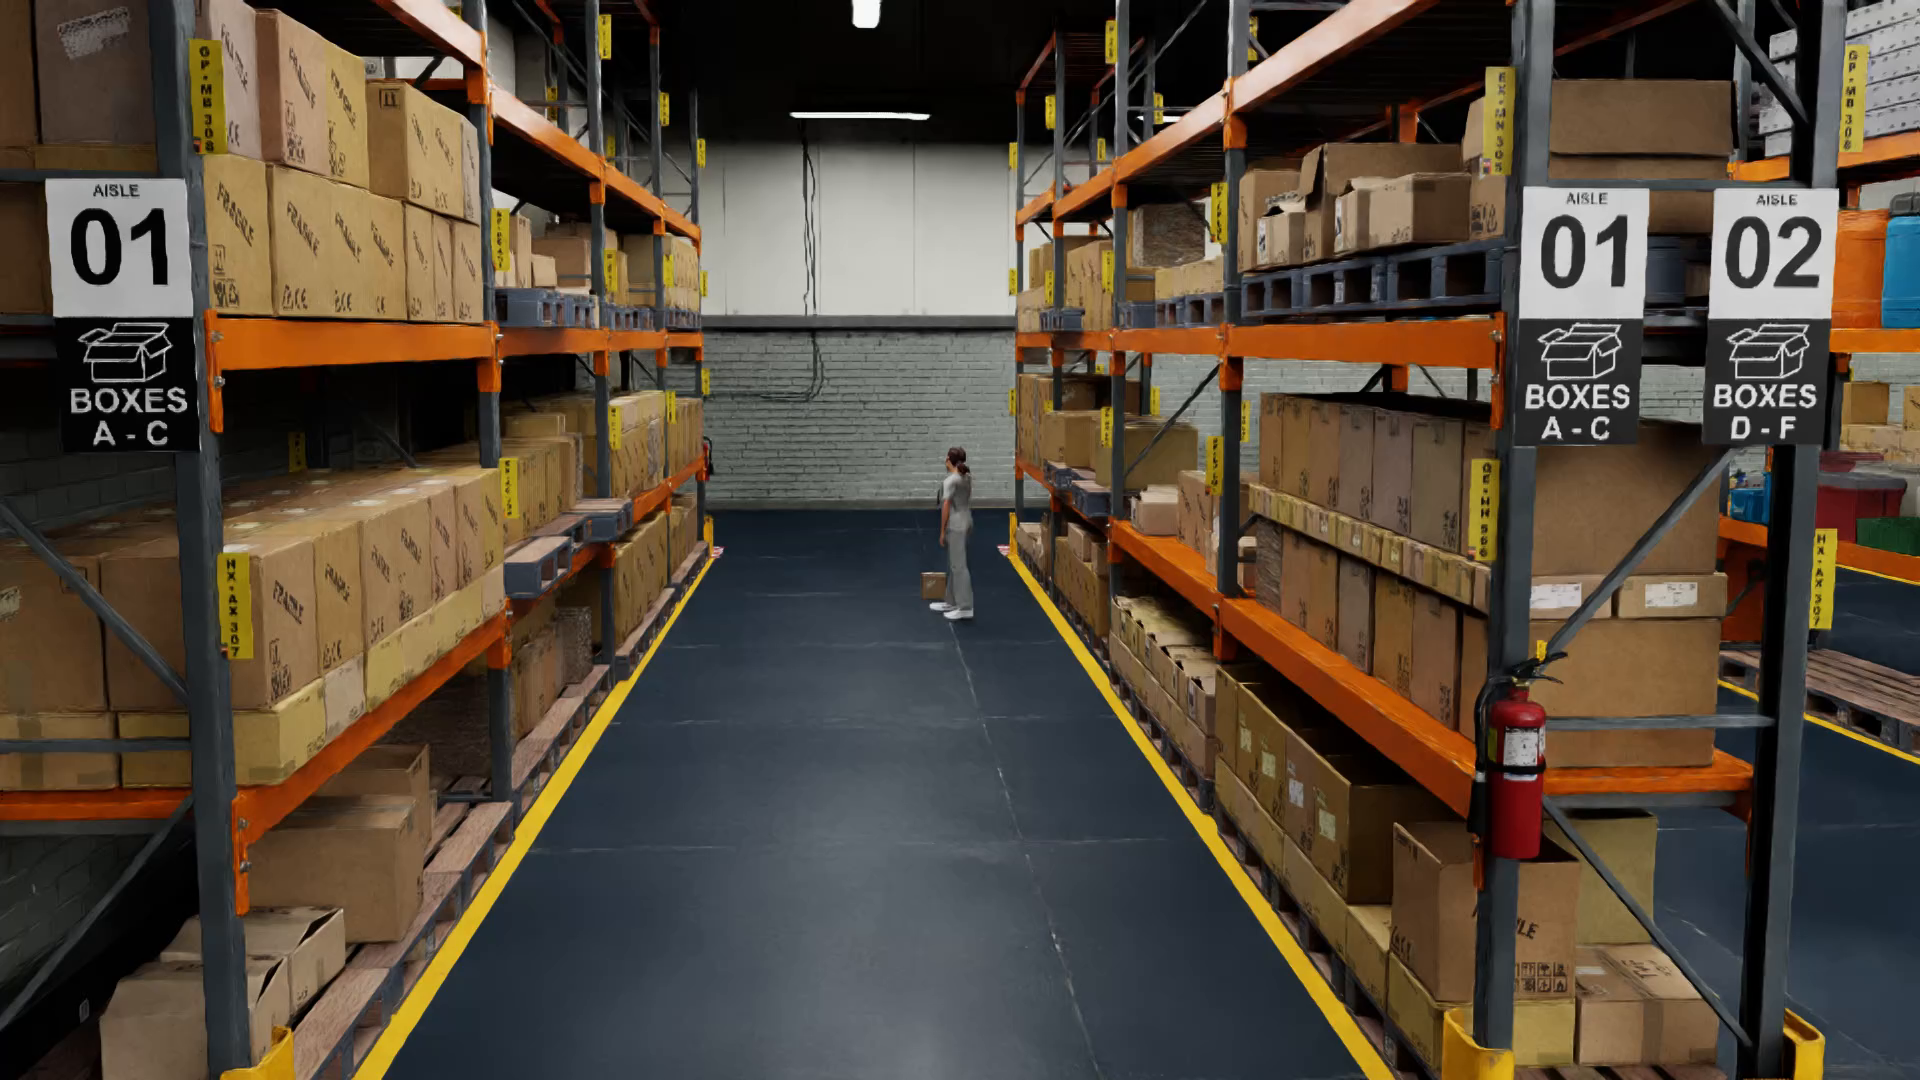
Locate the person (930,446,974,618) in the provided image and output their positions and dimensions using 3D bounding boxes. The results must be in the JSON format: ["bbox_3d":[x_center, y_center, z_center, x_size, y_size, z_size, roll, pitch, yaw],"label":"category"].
[{"bbox_3d":[-0.075,-0.095,16.343,0.561,1.668,0.547,3,8,24],"label":"person"}]
